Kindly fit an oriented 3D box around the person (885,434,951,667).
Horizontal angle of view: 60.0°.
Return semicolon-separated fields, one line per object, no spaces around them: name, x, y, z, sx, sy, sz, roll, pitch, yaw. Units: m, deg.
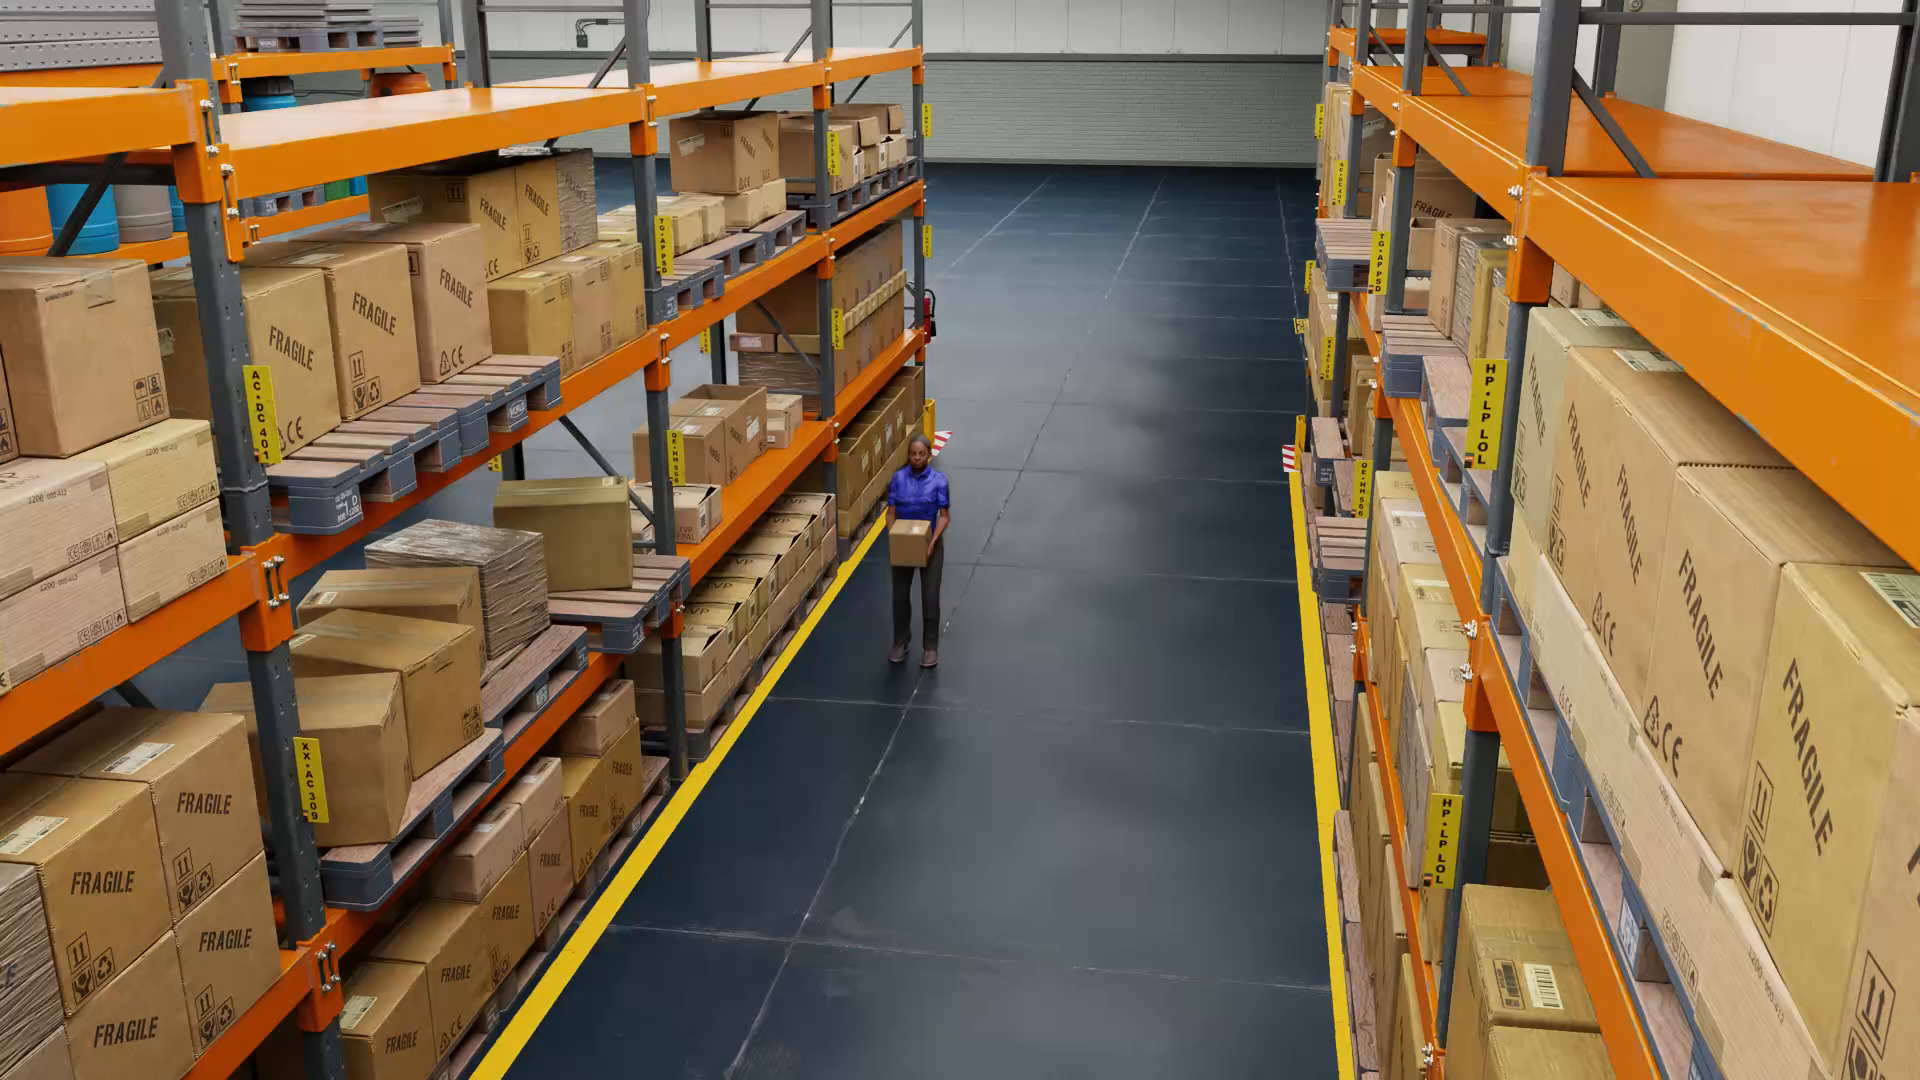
person;-0.310;0.081;11.807;0.470;1.659;0.475;3;18;9
